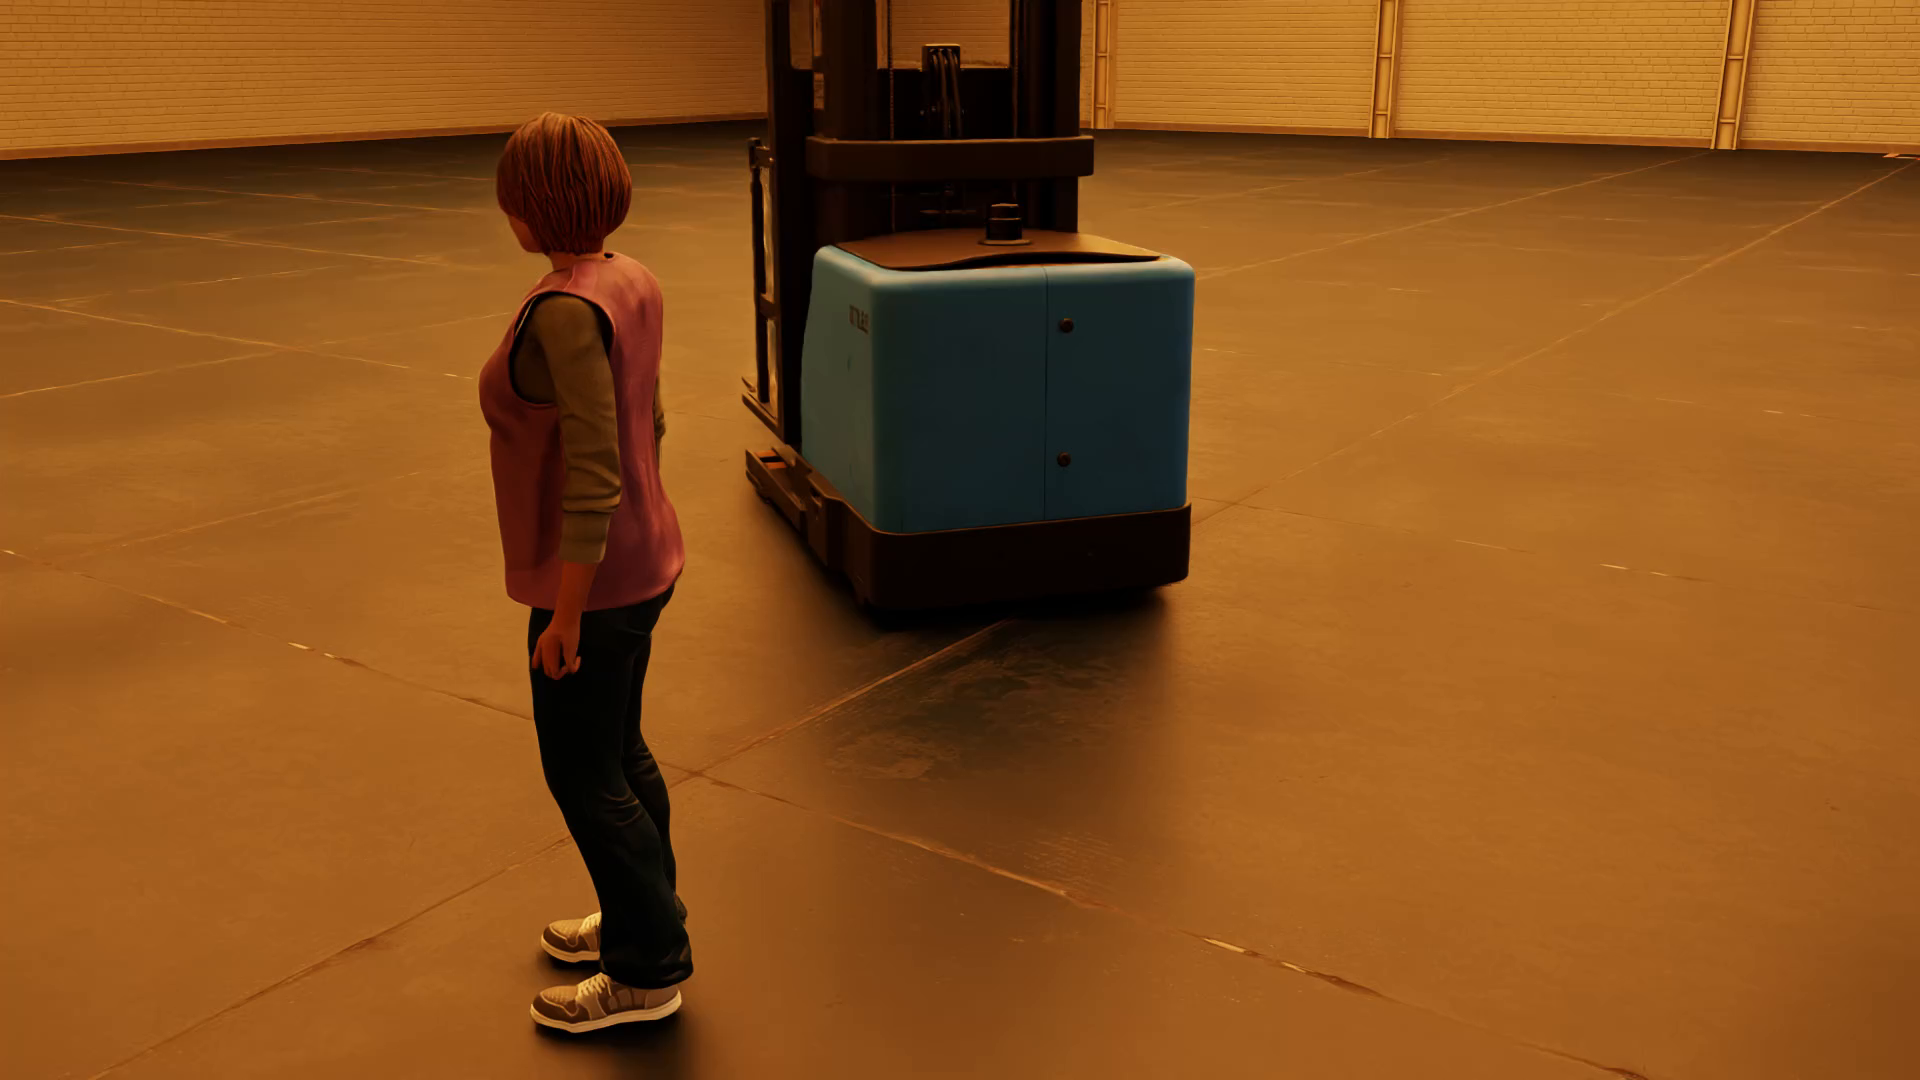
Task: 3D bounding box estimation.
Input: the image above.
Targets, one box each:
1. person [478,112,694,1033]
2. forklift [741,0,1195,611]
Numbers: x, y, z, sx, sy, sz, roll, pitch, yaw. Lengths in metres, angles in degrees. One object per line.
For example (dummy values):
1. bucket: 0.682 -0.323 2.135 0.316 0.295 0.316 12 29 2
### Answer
1. person: -0.653 0.080 2.893 0.345 1.601 0.485 1 17 3
2. forklift: -0.214 -1.573 6.092 1.130 2.935 3.031 -5 17 -17
